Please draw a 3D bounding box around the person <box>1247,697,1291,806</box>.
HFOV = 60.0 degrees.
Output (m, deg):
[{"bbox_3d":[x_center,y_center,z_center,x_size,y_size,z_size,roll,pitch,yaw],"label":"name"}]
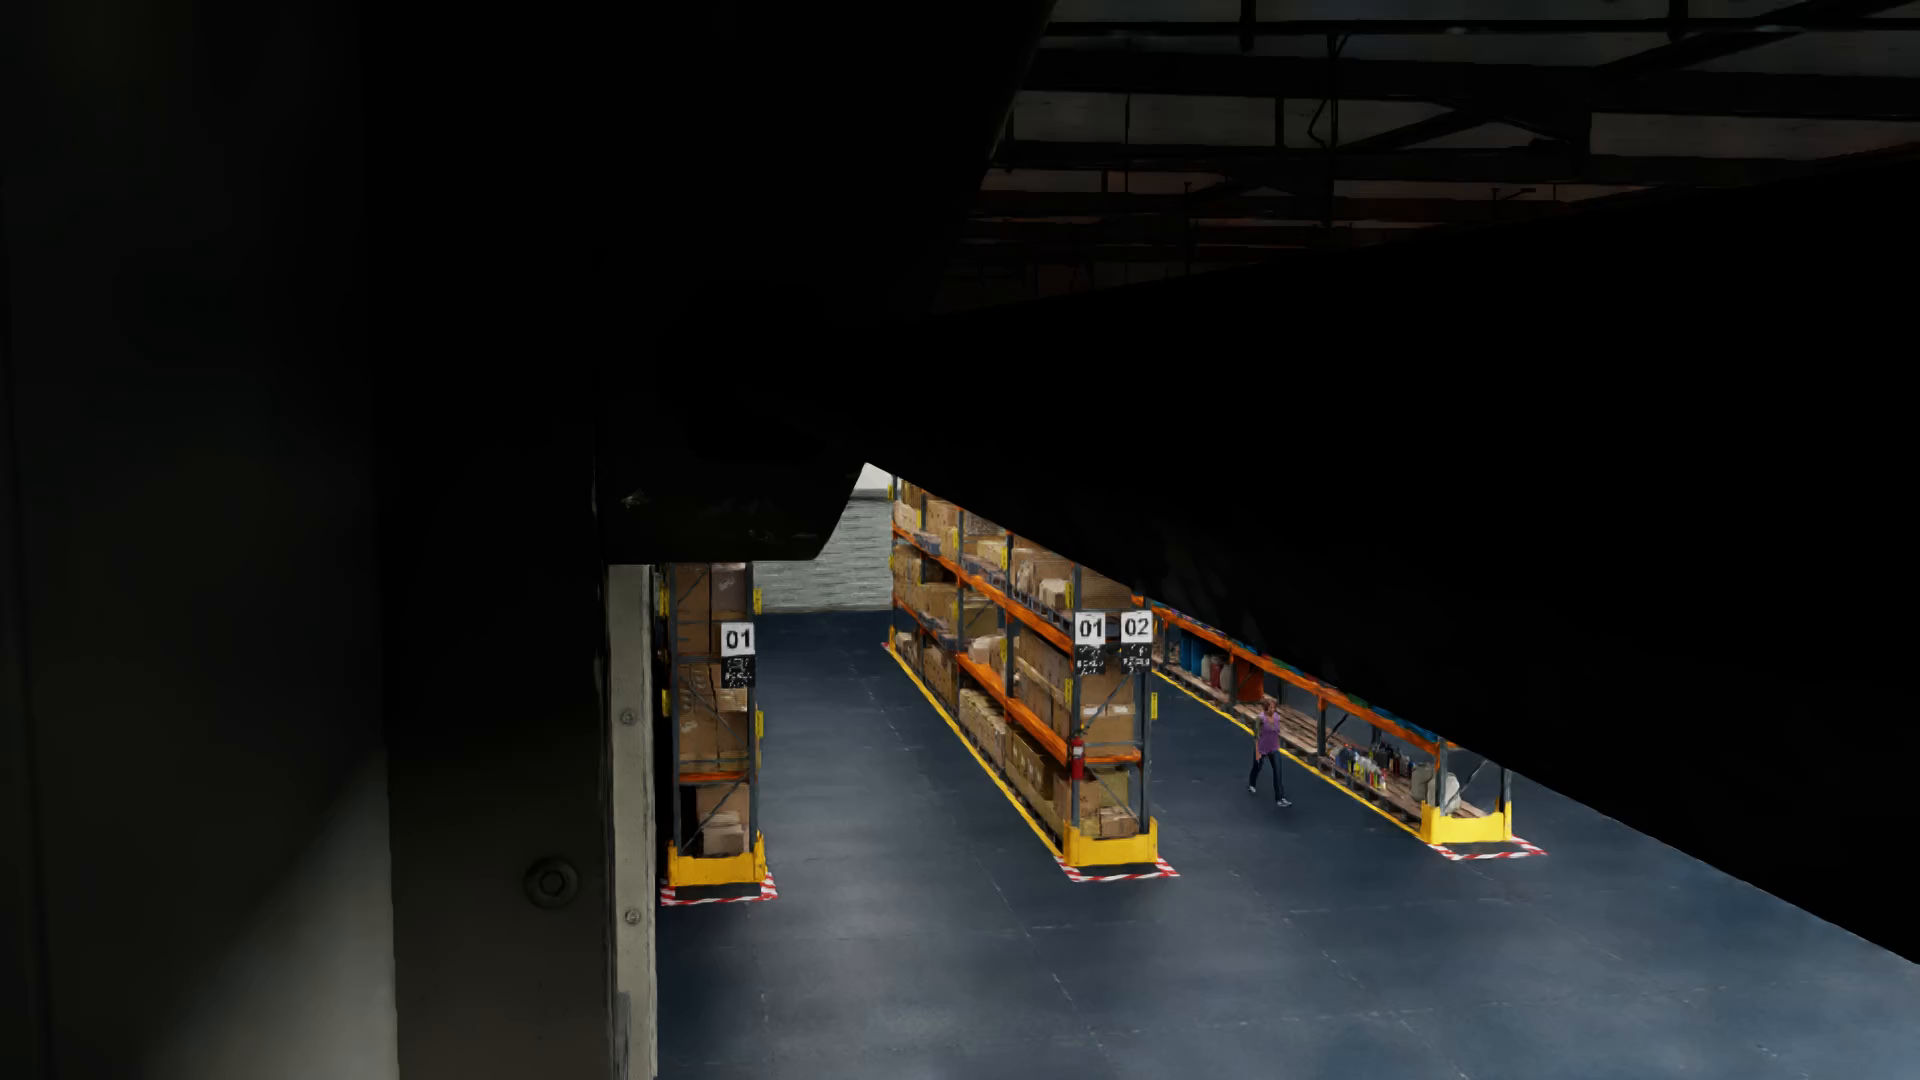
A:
[{"bbox_3d":[4.392,2.988,23.821,0.419,1.514,1.038,-1,6,-13],"label":"person"}]
